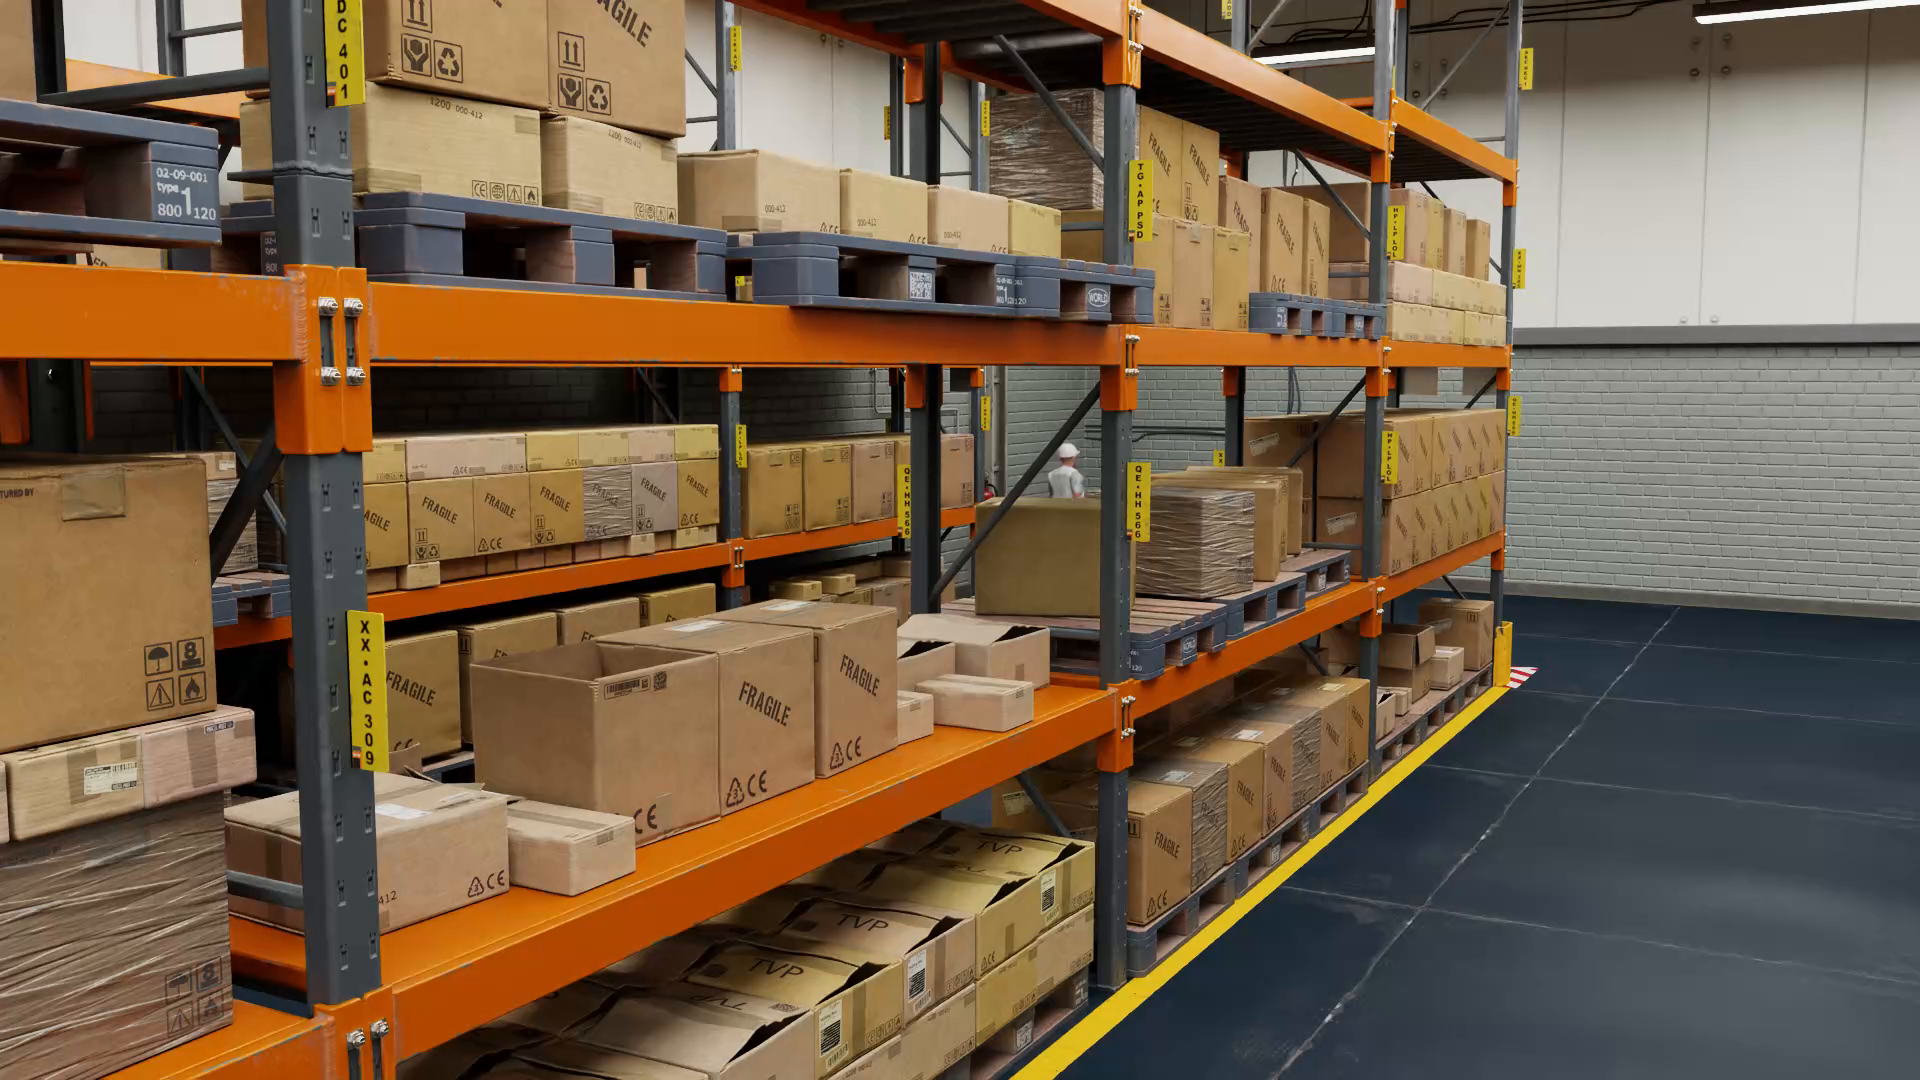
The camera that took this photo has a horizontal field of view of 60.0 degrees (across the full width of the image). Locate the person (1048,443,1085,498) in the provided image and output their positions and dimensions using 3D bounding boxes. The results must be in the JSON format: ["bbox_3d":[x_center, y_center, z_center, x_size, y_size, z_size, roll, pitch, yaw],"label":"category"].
[{"bbox_3d":[1.276,-0.184,18.688,0.716,1.807,0.613,-5,8,-42],"label":"person"}]
